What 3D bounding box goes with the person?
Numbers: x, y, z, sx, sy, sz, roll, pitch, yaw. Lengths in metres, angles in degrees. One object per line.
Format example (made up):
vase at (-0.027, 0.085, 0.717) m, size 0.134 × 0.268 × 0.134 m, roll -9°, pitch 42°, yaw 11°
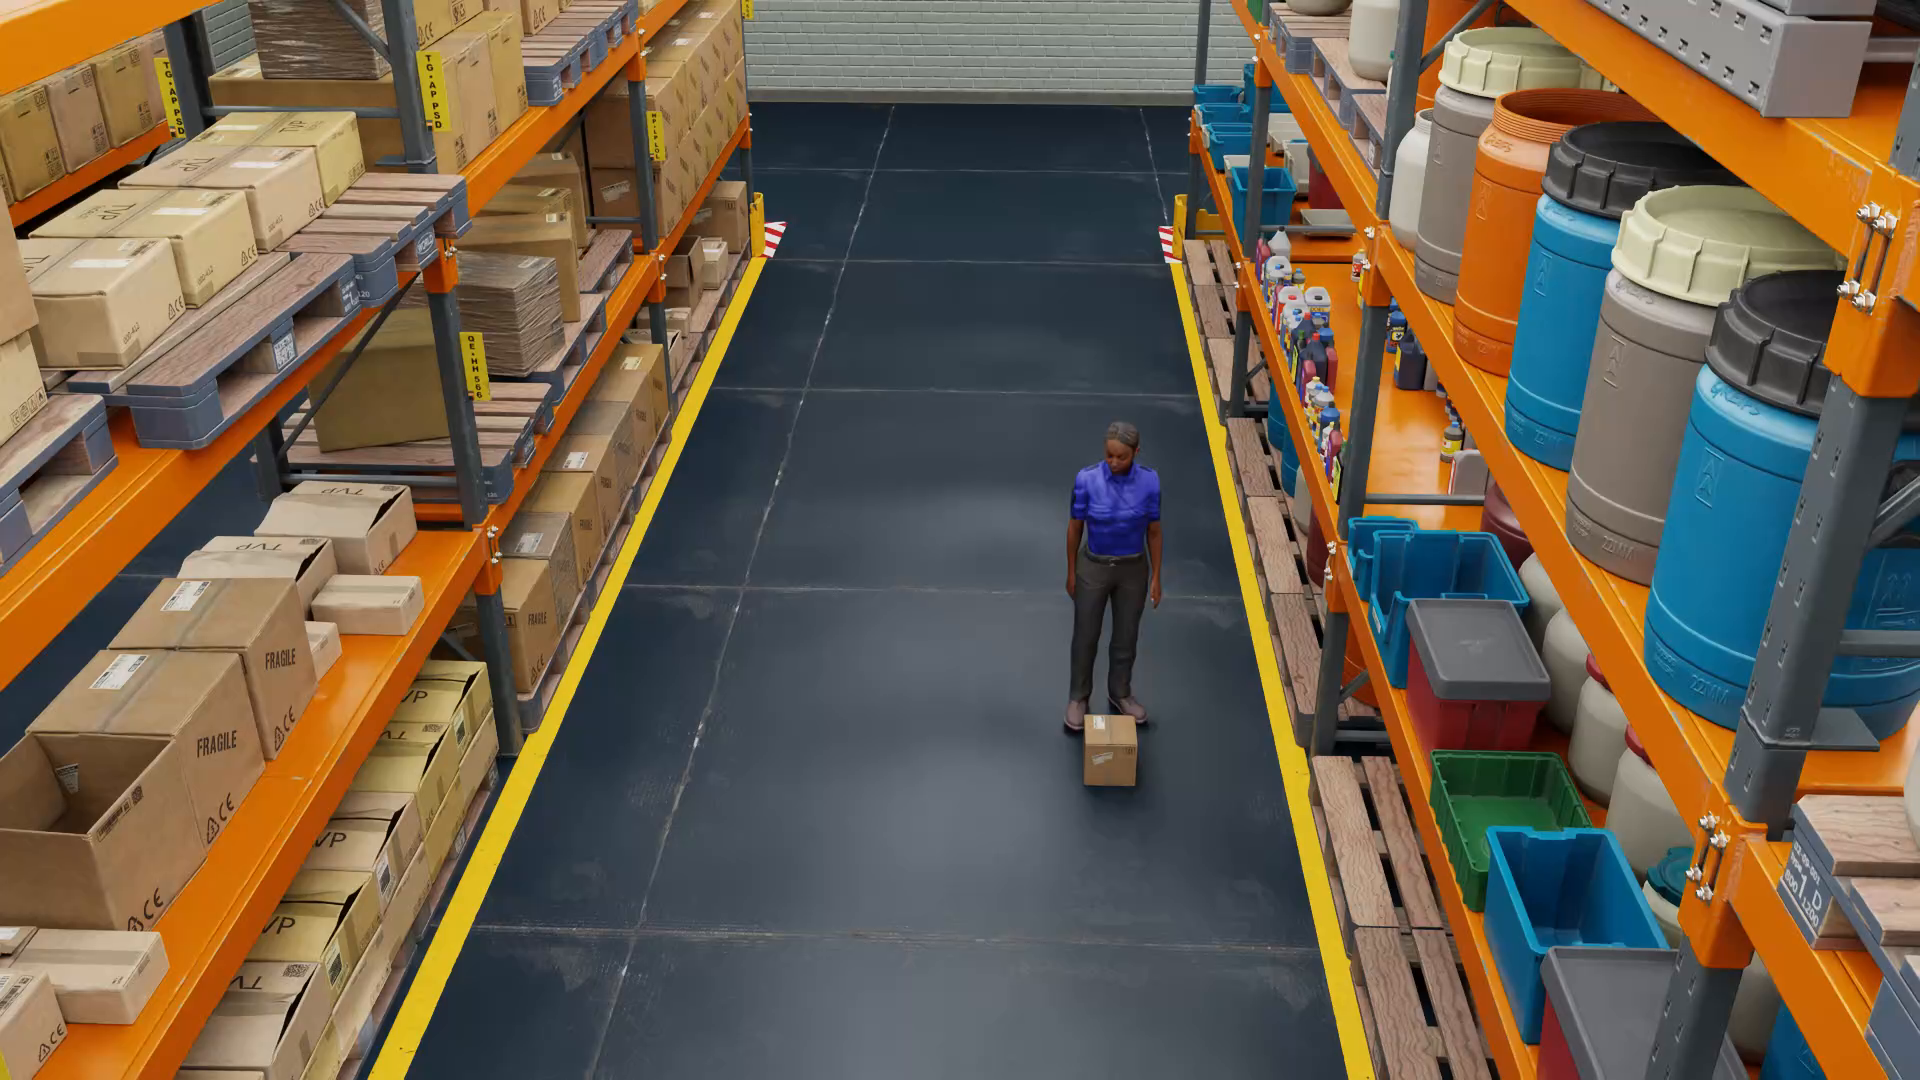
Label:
person at (0.764, 0.168, 8.274) m, size 0.470 × 1.665 × 0.322 m, roll -3°, pitch 28°, yaw -5°
